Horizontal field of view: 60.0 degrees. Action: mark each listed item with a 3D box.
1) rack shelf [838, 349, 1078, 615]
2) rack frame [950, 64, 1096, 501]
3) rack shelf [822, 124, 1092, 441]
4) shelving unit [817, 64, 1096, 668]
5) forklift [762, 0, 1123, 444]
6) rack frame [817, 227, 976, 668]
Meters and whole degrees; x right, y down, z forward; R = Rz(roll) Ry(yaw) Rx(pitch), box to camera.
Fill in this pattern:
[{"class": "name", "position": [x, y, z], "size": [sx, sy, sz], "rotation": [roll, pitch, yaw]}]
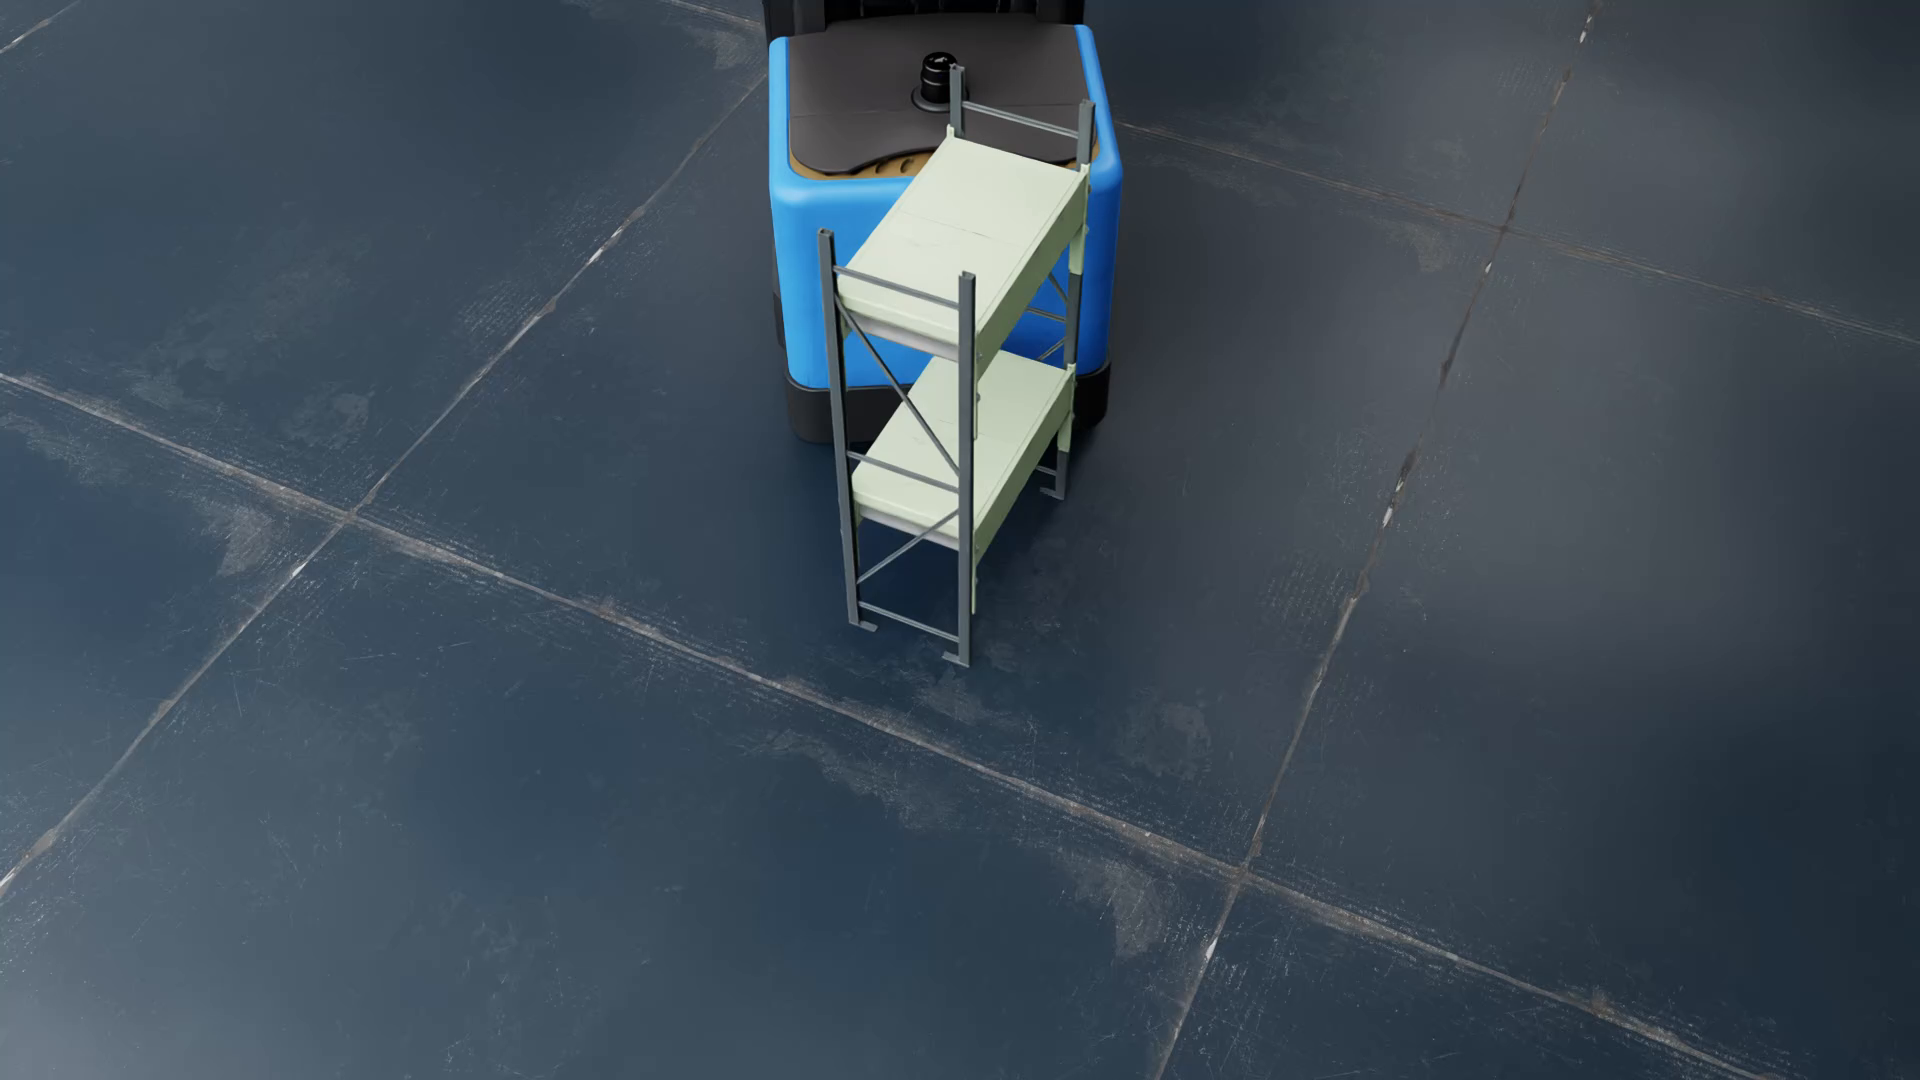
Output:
[{"class": "rack shelf", "position": [0.005, -0.219, 4.880], "size": [0.431, 0.370, 0.720], "rotation": [20, 52, 16]}, {"class": "rack frame", "position": [0.159, -0.683, 4.846], "size": [0.400, 1.500, 0.023], "rotation": [20, 52, 16]}, {"class": "rack shelf", "position": [0.005, -0.683, 4.334], "size": [0.431, 0.370, 0.720], "rotation": [20, 52, 16]}, {"class": "shelving unit", "position": [0.005, -0.430, 4.631], "size": [0.431, 1.500, 0.755], "rotation": [20, 52, 16]}, {"class": "forklift", "position": [-0.141, -2.391, 5.360], "size": [1.130, 2.935, 3.031], "rotation": [-3, 50, -3]}, {"class": "rack frame", "position": [-0.150, -0.177, 4.416], "size": [0.400, 1.500, 0.023], "rotation": [20, 52, 16]}]
